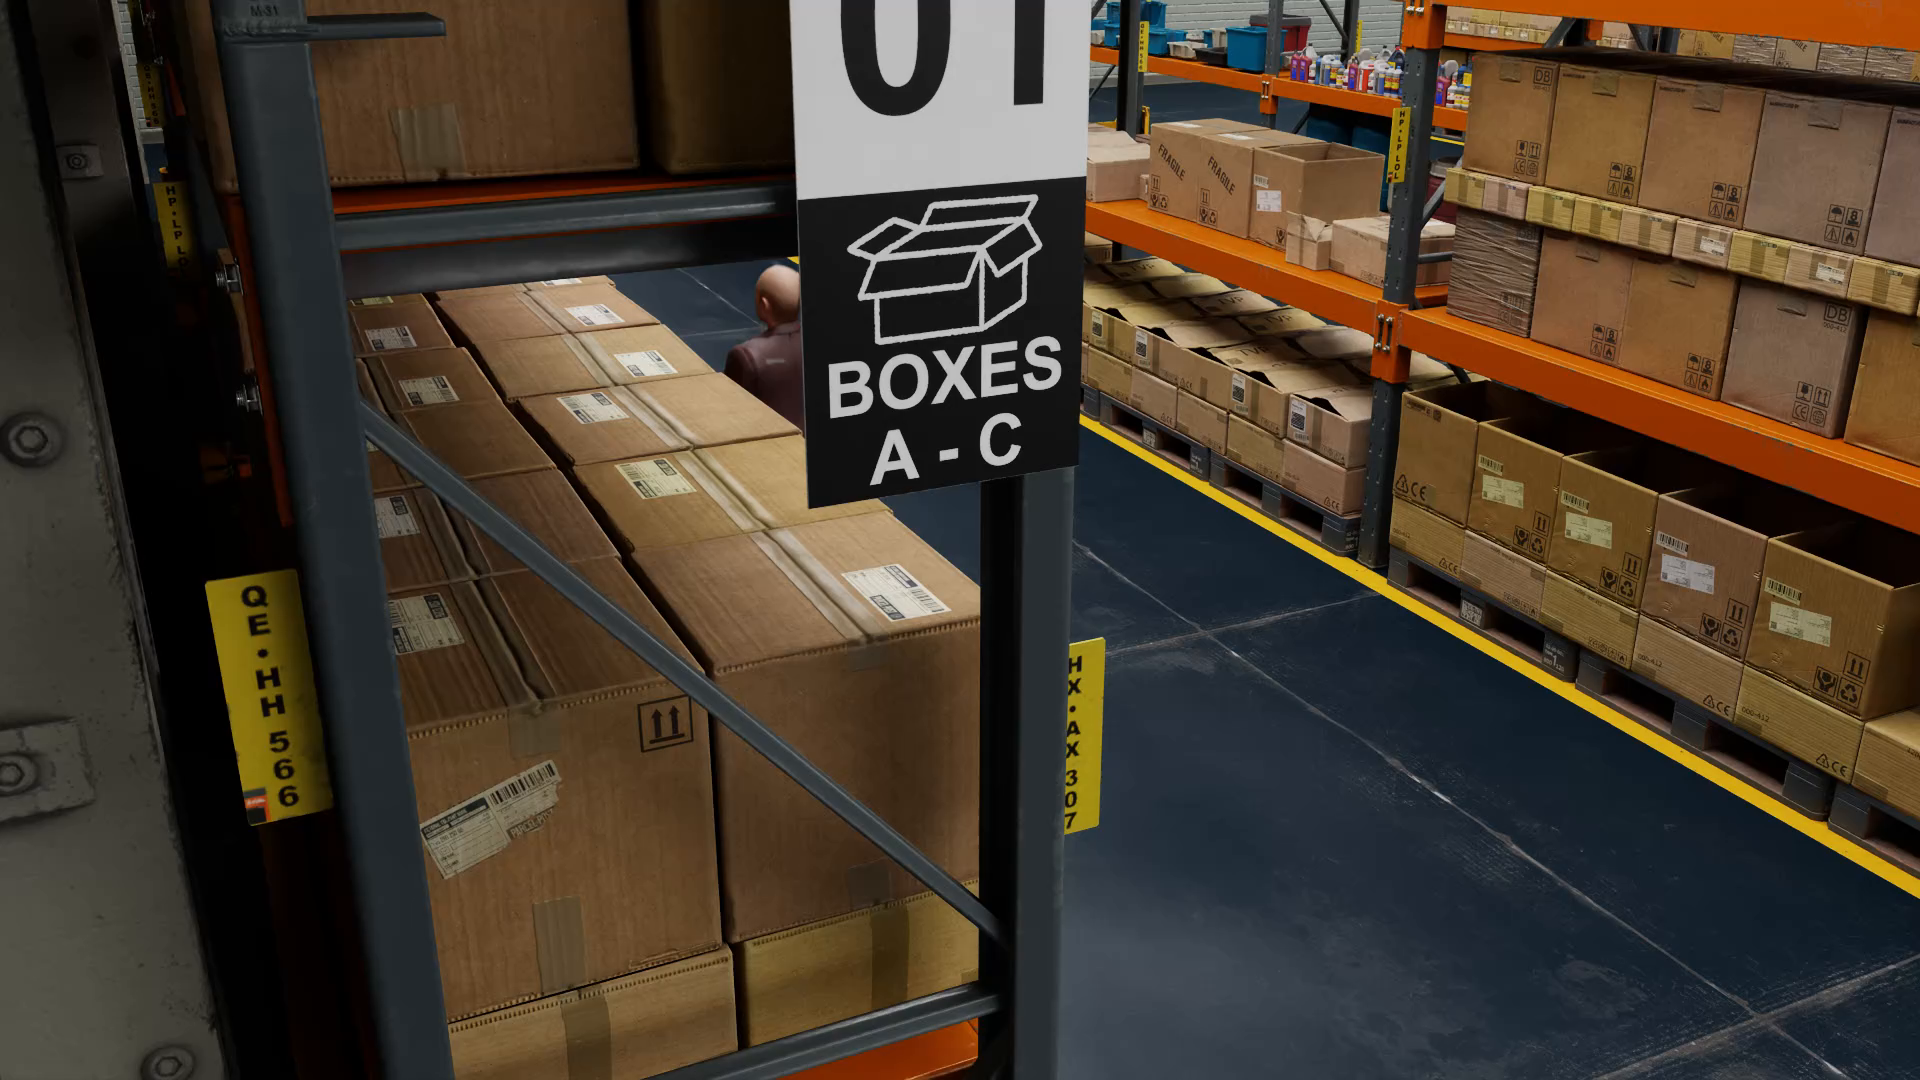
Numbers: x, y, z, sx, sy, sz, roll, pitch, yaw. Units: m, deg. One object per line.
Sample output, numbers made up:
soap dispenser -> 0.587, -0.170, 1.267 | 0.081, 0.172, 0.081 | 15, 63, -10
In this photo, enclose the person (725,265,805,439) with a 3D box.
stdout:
person -> -0.782, -0.283, 6.822 | 0.517, 1.769, 0.559 | -17, 28, -37
